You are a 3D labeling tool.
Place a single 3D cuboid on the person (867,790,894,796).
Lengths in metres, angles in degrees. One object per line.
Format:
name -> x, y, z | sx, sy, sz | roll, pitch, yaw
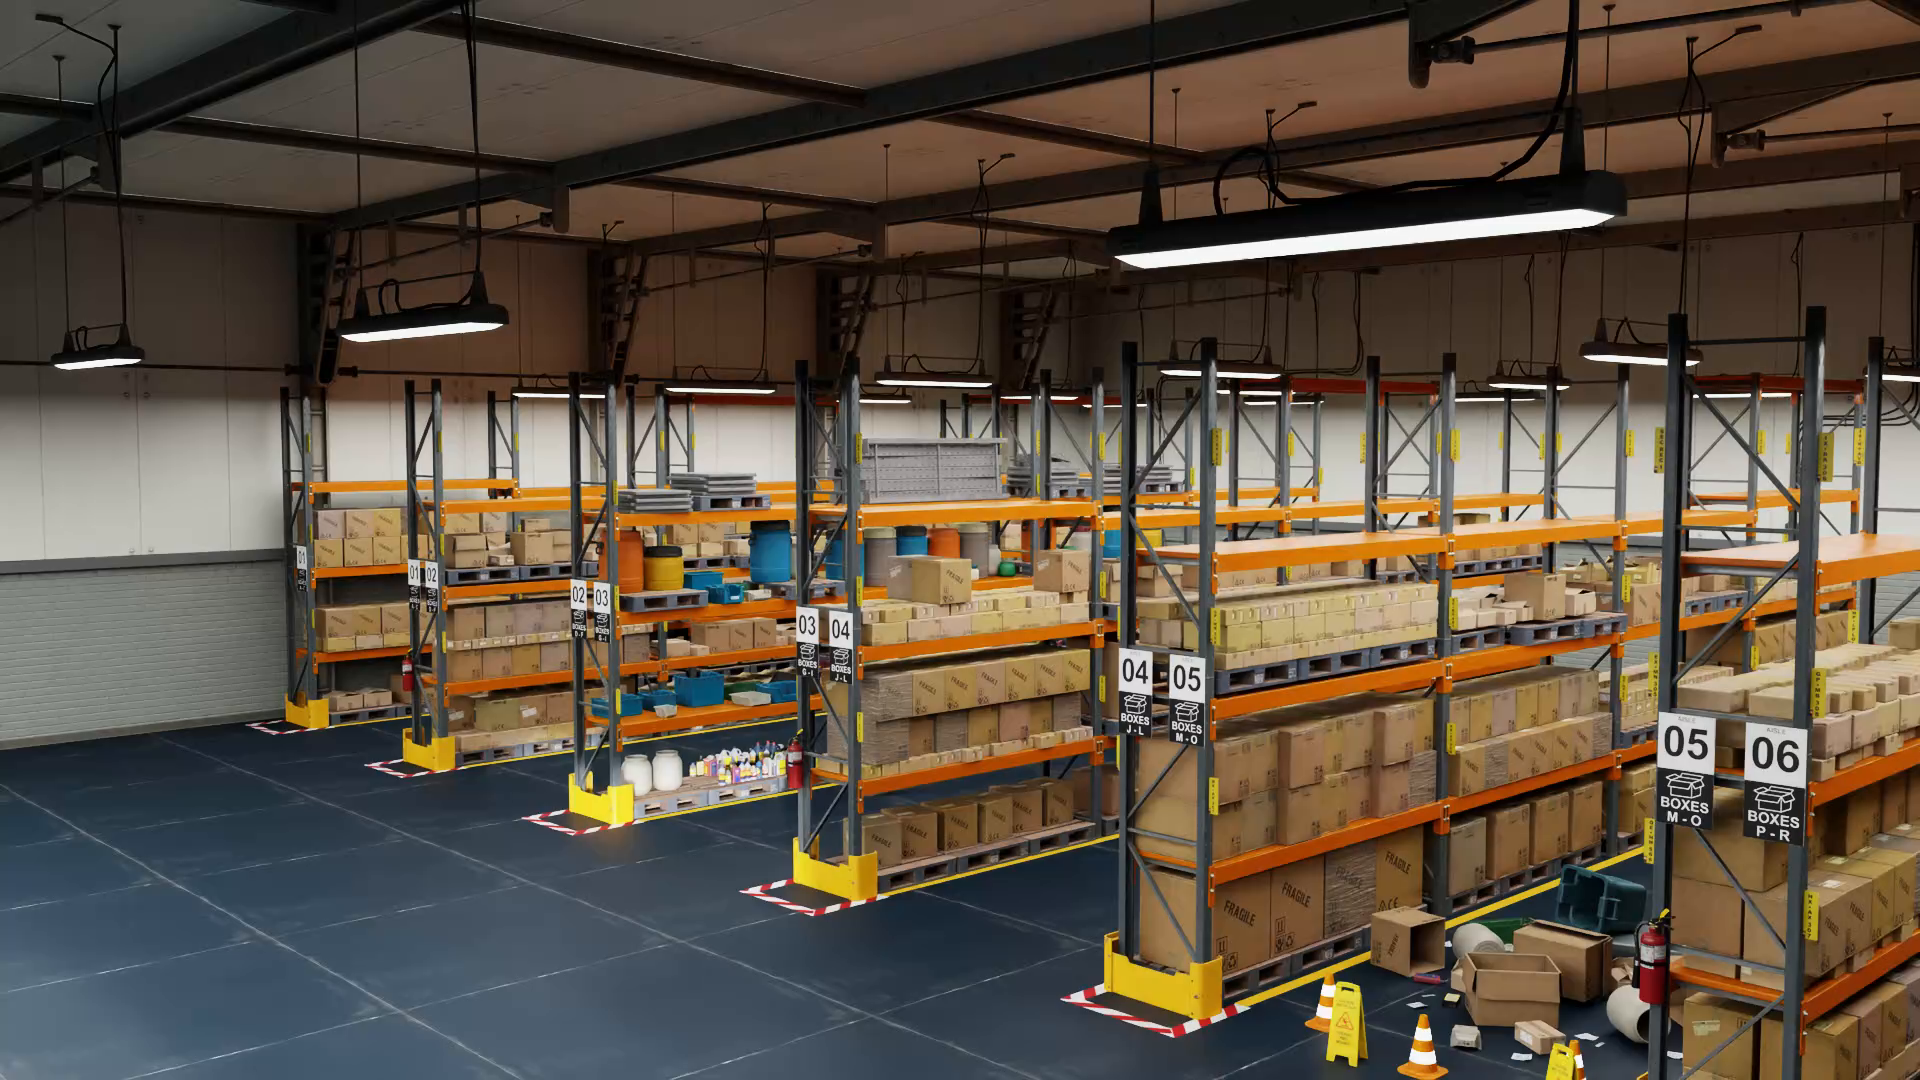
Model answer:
person -> -1.078, 2.814, 23.942 | 0.409, 1.698, 0.617 | 2, 4, 25
